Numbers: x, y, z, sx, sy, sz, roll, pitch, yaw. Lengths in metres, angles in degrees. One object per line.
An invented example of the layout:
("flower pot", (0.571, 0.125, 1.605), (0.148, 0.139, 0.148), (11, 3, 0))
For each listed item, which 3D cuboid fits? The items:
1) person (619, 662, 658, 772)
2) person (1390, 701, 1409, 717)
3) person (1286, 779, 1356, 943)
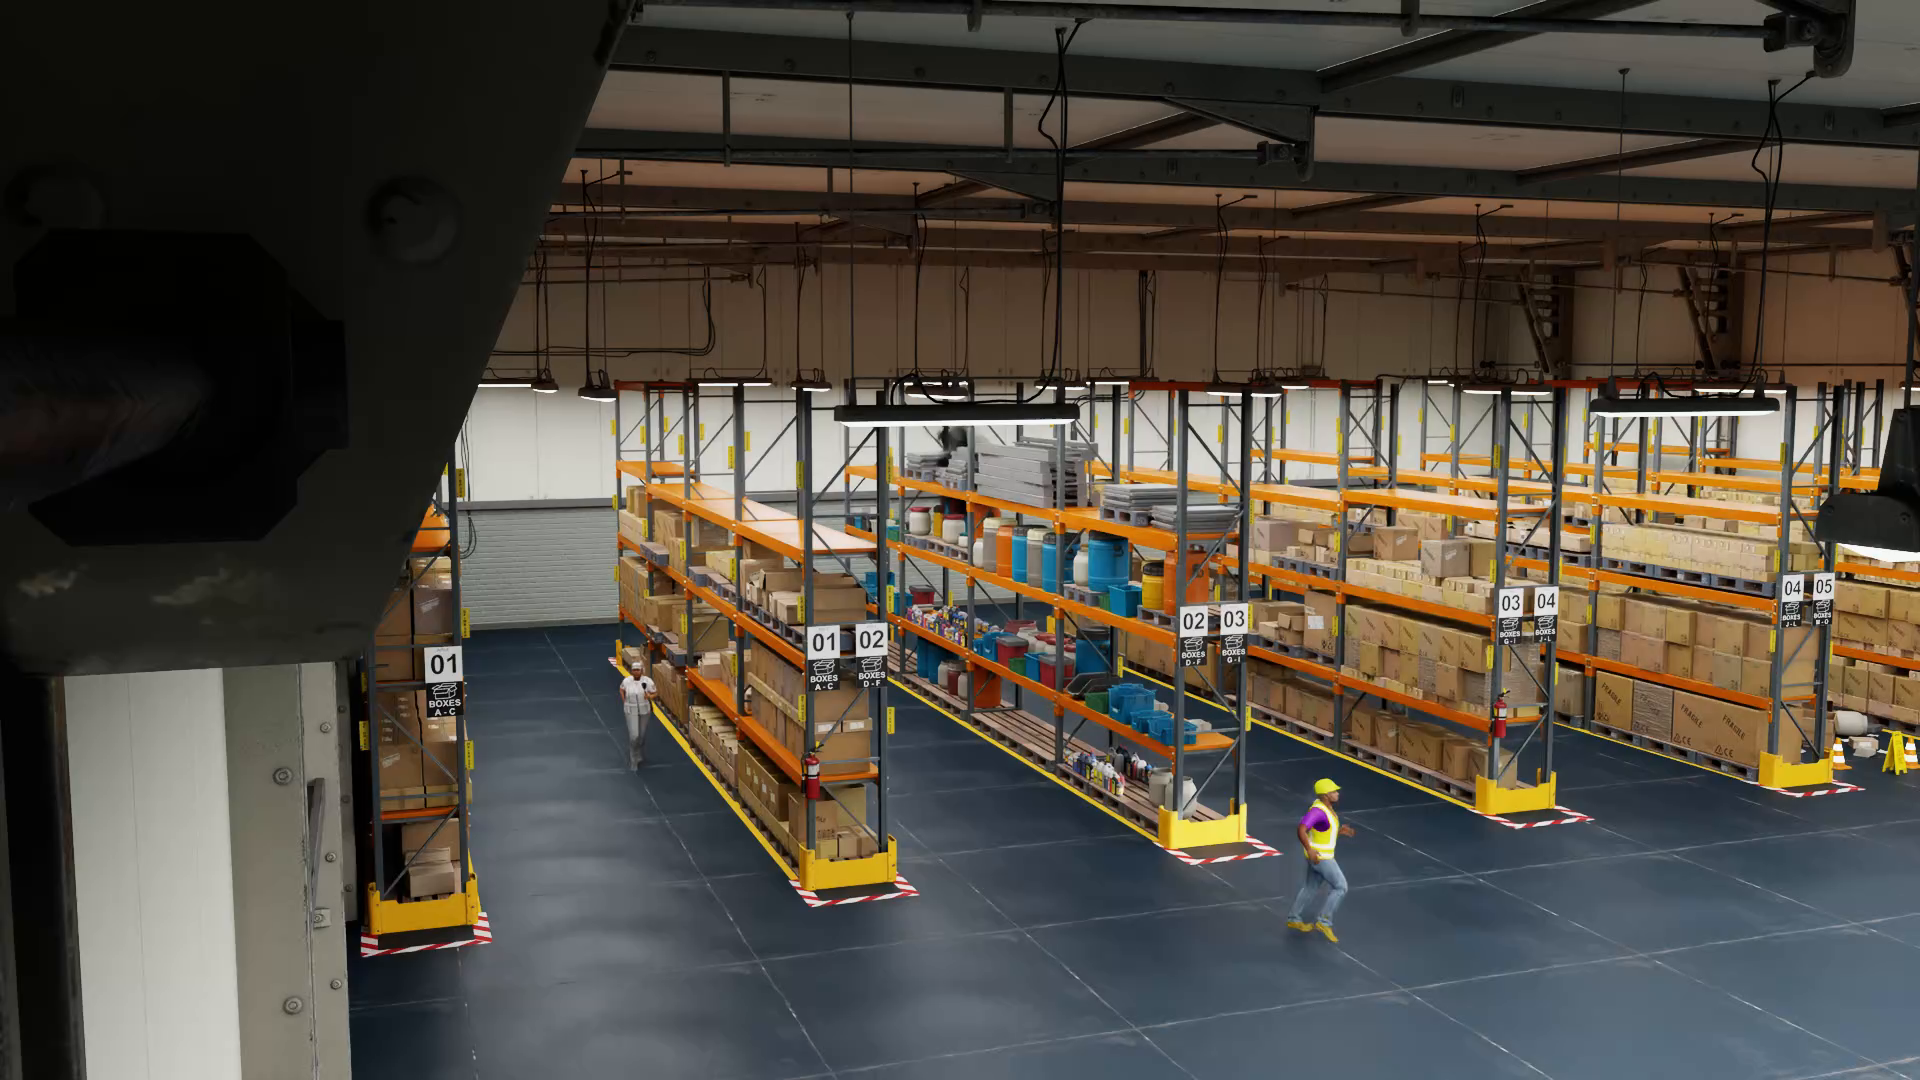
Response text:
("person", (-5.042, 2.763, 26.159), (0.574, 1.738, 0.754), (-2, 6, -16))
("person", (7.909, 2.364, 29.717), (0.550, 1.762, 0.770), (-3, 7, -23))
("person", (3.999, 3.519, 18.390), (0.748, 1.802, 0.687), (1, 6, 7))
